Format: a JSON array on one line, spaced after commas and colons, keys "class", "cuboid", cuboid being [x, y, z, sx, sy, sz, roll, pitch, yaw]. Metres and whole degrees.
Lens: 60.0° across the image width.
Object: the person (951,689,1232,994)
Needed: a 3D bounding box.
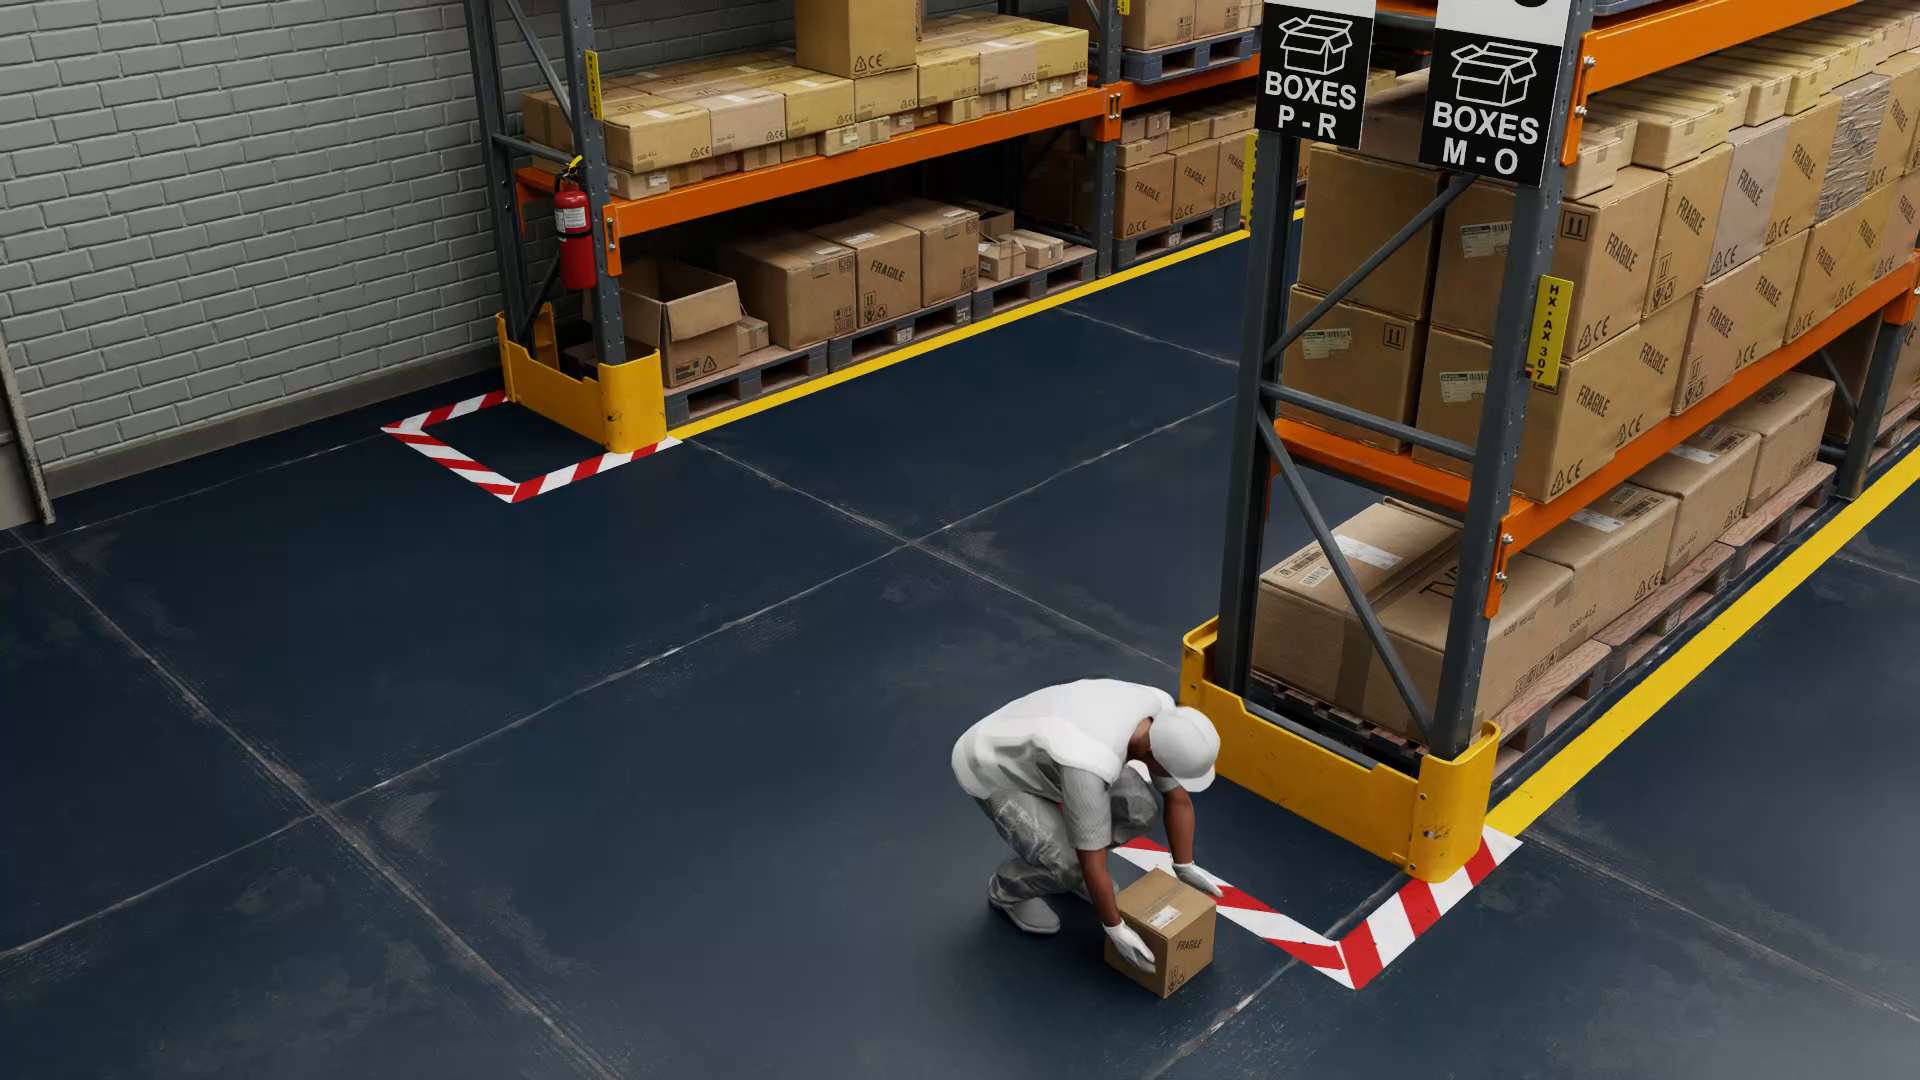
[{"class": "person", "cuboid": [0.437, 0.921, 5.420, 0.983, 0.819, 0.551, 23, 36, 37]}]
